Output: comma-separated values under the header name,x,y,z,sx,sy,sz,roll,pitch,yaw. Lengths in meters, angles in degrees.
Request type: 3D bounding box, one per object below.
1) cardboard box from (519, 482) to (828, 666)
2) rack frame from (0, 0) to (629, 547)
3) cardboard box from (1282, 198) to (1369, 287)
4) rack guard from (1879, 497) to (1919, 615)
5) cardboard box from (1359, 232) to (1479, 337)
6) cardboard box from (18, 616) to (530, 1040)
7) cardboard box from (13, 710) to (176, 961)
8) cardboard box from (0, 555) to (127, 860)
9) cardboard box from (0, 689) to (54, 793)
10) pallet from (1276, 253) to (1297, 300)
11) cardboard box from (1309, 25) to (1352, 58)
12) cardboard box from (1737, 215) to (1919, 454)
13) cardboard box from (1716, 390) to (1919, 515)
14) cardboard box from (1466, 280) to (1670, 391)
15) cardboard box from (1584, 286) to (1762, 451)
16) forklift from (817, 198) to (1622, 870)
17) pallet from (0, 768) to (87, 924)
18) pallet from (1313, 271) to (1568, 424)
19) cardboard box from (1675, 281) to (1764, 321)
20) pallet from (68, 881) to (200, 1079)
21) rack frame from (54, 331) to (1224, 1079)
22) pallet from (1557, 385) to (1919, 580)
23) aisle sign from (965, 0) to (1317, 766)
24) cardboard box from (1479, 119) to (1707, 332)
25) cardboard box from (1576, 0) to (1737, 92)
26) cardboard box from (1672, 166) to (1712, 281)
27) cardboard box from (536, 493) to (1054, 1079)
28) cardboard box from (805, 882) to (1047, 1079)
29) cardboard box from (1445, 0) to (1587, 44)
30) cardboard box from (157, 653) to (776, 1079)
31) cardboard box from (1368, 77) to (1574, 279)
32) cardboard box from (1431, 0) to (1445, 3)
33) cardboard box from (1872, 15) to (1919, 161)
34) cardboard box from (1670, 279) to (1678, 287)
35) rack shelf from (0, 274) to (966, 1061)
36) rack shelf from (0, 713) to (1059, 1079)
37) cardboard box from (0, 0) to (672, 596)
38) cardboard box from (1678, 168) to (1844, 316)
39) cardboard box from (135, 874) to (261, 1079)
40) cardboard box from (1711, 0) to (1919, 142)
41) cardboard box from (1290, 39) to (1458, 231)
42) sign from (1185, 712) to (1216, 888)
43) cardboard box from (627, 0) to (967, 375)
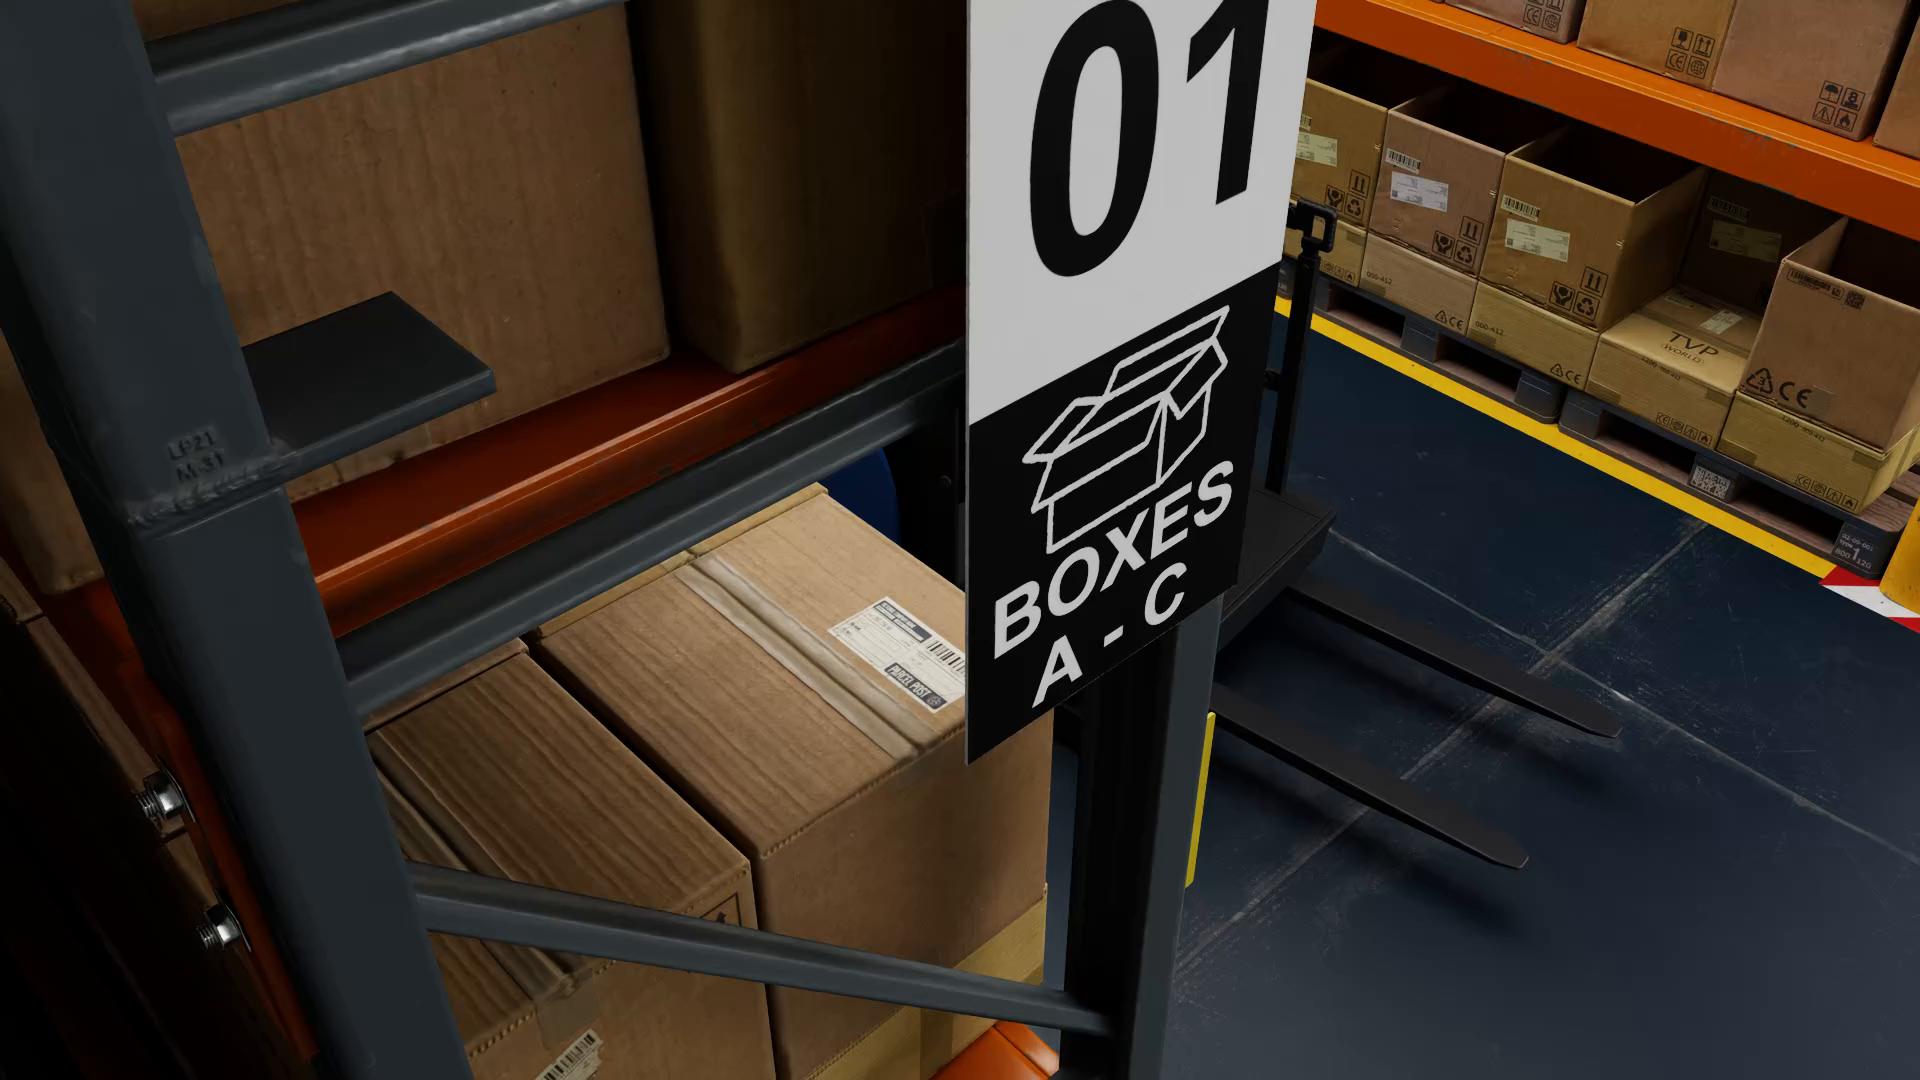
name,x,y,z,sx,sy,sz,roll,pitch,yaw
cardboard box,-0.547,0.106,2.662,0.500,0.500,0.500,-30,48,-32
rack frame,-0.119,-1.405,0.251,1.000,3.000,0.127,-30,48,-32
cardboard box,1.581,-1.312,6.765,0.500,0.250,0.500,-30,48,-32
rack guard,3.544,-0.194,5.517,1.175,0.500,0.348,-30,48,-32
cardboard box,1.924,-1.083,6.482,0.500,0.250,0.500,-30,48,-32
cardboard box,-0.927,0.323,2.393,0.500,0.500,0.500,-29,47,-31
cardboard box,-1.280,0.379,2.921,0.500,0.250,0.500,-30,48,-32
cardboard box,-1.280,0.086,2.687,0.500,0.500,0.500,-31,48,-33
cardboard box,-1.624,0.147,3.209,0.500,0.250,0.500,-29,47,-31
pallet,1.329,-1.558,7.435,1.003,0.211,1.213,-30,48,-32
cardboard box,1.249,-1.839,6.821,0.500,0.500,0.500,-30,48,-32
cardboard box,2.946,-0.685,5.392,0.500,0.500,0.500,-30,48,-32
cardboard box,2.947,-0.394,5.629,0.500,0.250,0.500,-30,48,-32
cardboard box,2.261,-0.851,6.195,0.500,0.250,0.500,-30,48,-32
cardboard box,2.600,-0.620,5.909,0.500,0.250,0.500,-30,48,-32
forklift,0.485,-0.888,4.441,3.031,2.935,1.130,27,46,30
pallet,-2.344,0.459,4.938,1.003,0.211,1.213,-30,48,-32
pallet,2.159,-0.993,6.736,1.003,0.211,1.213,-30,48,-32
cardboard box,2.988,-0.844,6.186,0.500,0.250,0.500,-30,48,-32
pallet,-1.515,1.023,4.239,1.003,0.211,1.213,-30,48,-32
rack frame,-0.119,0.929,2.136,1.000,3.000,0.127,-30,48,-32
pallet,2.979,-0.429,6.037,1.003,0.211,1.213,-30,48,-32
aisle sign,0.151,-0.176,1.436,0.394,0.787,0.004,-30,48,-32
cardboard box,2.258,-1.141,5.957,0.500,0.500,0.500,-30,48,-32
cardboard box,2.531,-1.911,5.574,0.700,0.500,0.500,-30,47,-31
cardboard box,2.641,-1.362,6.231,0.500,0.500,0.500,-30,48,-32
cardboard box,-0.220,0.339,2.373,0.500,0.500,0.500,-30,48,-32
cardboard box,-0.215,0.619,2.624,0.500,0.250,0.500,-31,48,-33
cardboard box,2.172,-2.153,5.873,0.700,0.500,0.500,-28,47,-31
cardboard box,-0.594,0.560,2.100,0.500,0.500,0.500,-31,48,-32
cardboard box,1.921,-1.373,6.245,0.500,0.500,0.500,-30,48,-32
cardboard box,1.825,-2.390,6.166,0.700,0.500,0.500,-29,47,-31
cardboard box,3.221,-1.438,4.988,0.700,0.500,0.500,-30,48,-32
cardboard box,2.650,-1.075,6.473,0.500,0.250,0.500,-30,48,-32
rack shelf,-1.471,-0.884,2.566,1.077,0.370,4.000,-30,48,-32
rack shelf,-1.471,0.283,3.508,1.077,0.370,4.000,-30,48,-32
cardboard box,-0.588,-0.370,1.262,0.500,0.500,0.500,-26,46,-29
cardboard box,2.989,-1.136,5.951,0.500,0.500,0.500,-30,48,-32
cardboard box,-0.936,0.610,2.636,0.500,0.250,0.500,-29,47,-31
cardboard box,2.862,-1.679,5.286,0.700,0.500,0.500,-29,47,-31
cardboard box,1.582,-1.604,6.530,0.500,0.500,0.500,-30,48,-32
sign,0.281,0.362,2.150,0.100,0.325,0.005,-30,48,-32
cardboard box,-0.161,-0.545,1.479,0.500,0.500,0.500,-29,47,-31
